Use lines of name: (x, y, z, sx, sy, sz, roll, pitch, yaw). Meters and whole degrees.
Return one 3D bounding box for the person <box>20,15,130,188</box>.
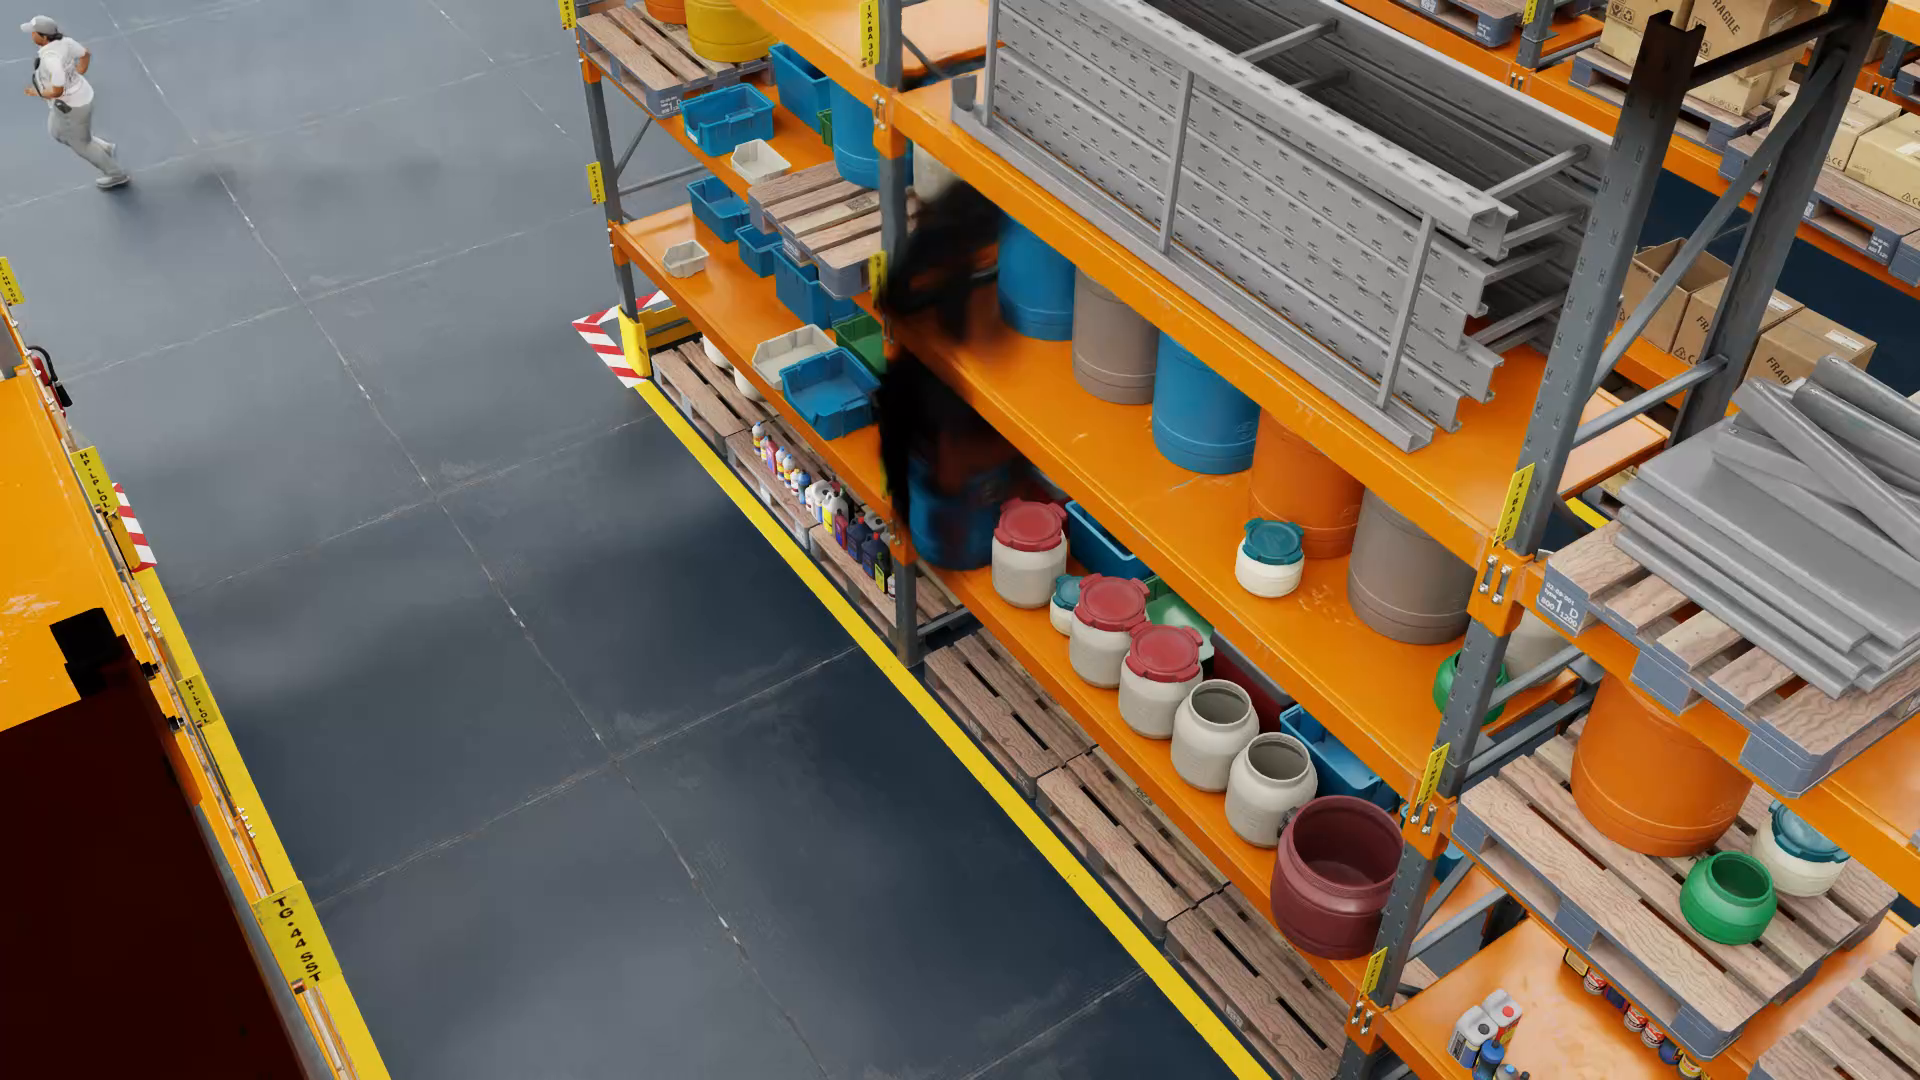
person: (-7.940, -3.881, 14.768, 0.574, 1.626, 0.593, -11, 44, -11)
